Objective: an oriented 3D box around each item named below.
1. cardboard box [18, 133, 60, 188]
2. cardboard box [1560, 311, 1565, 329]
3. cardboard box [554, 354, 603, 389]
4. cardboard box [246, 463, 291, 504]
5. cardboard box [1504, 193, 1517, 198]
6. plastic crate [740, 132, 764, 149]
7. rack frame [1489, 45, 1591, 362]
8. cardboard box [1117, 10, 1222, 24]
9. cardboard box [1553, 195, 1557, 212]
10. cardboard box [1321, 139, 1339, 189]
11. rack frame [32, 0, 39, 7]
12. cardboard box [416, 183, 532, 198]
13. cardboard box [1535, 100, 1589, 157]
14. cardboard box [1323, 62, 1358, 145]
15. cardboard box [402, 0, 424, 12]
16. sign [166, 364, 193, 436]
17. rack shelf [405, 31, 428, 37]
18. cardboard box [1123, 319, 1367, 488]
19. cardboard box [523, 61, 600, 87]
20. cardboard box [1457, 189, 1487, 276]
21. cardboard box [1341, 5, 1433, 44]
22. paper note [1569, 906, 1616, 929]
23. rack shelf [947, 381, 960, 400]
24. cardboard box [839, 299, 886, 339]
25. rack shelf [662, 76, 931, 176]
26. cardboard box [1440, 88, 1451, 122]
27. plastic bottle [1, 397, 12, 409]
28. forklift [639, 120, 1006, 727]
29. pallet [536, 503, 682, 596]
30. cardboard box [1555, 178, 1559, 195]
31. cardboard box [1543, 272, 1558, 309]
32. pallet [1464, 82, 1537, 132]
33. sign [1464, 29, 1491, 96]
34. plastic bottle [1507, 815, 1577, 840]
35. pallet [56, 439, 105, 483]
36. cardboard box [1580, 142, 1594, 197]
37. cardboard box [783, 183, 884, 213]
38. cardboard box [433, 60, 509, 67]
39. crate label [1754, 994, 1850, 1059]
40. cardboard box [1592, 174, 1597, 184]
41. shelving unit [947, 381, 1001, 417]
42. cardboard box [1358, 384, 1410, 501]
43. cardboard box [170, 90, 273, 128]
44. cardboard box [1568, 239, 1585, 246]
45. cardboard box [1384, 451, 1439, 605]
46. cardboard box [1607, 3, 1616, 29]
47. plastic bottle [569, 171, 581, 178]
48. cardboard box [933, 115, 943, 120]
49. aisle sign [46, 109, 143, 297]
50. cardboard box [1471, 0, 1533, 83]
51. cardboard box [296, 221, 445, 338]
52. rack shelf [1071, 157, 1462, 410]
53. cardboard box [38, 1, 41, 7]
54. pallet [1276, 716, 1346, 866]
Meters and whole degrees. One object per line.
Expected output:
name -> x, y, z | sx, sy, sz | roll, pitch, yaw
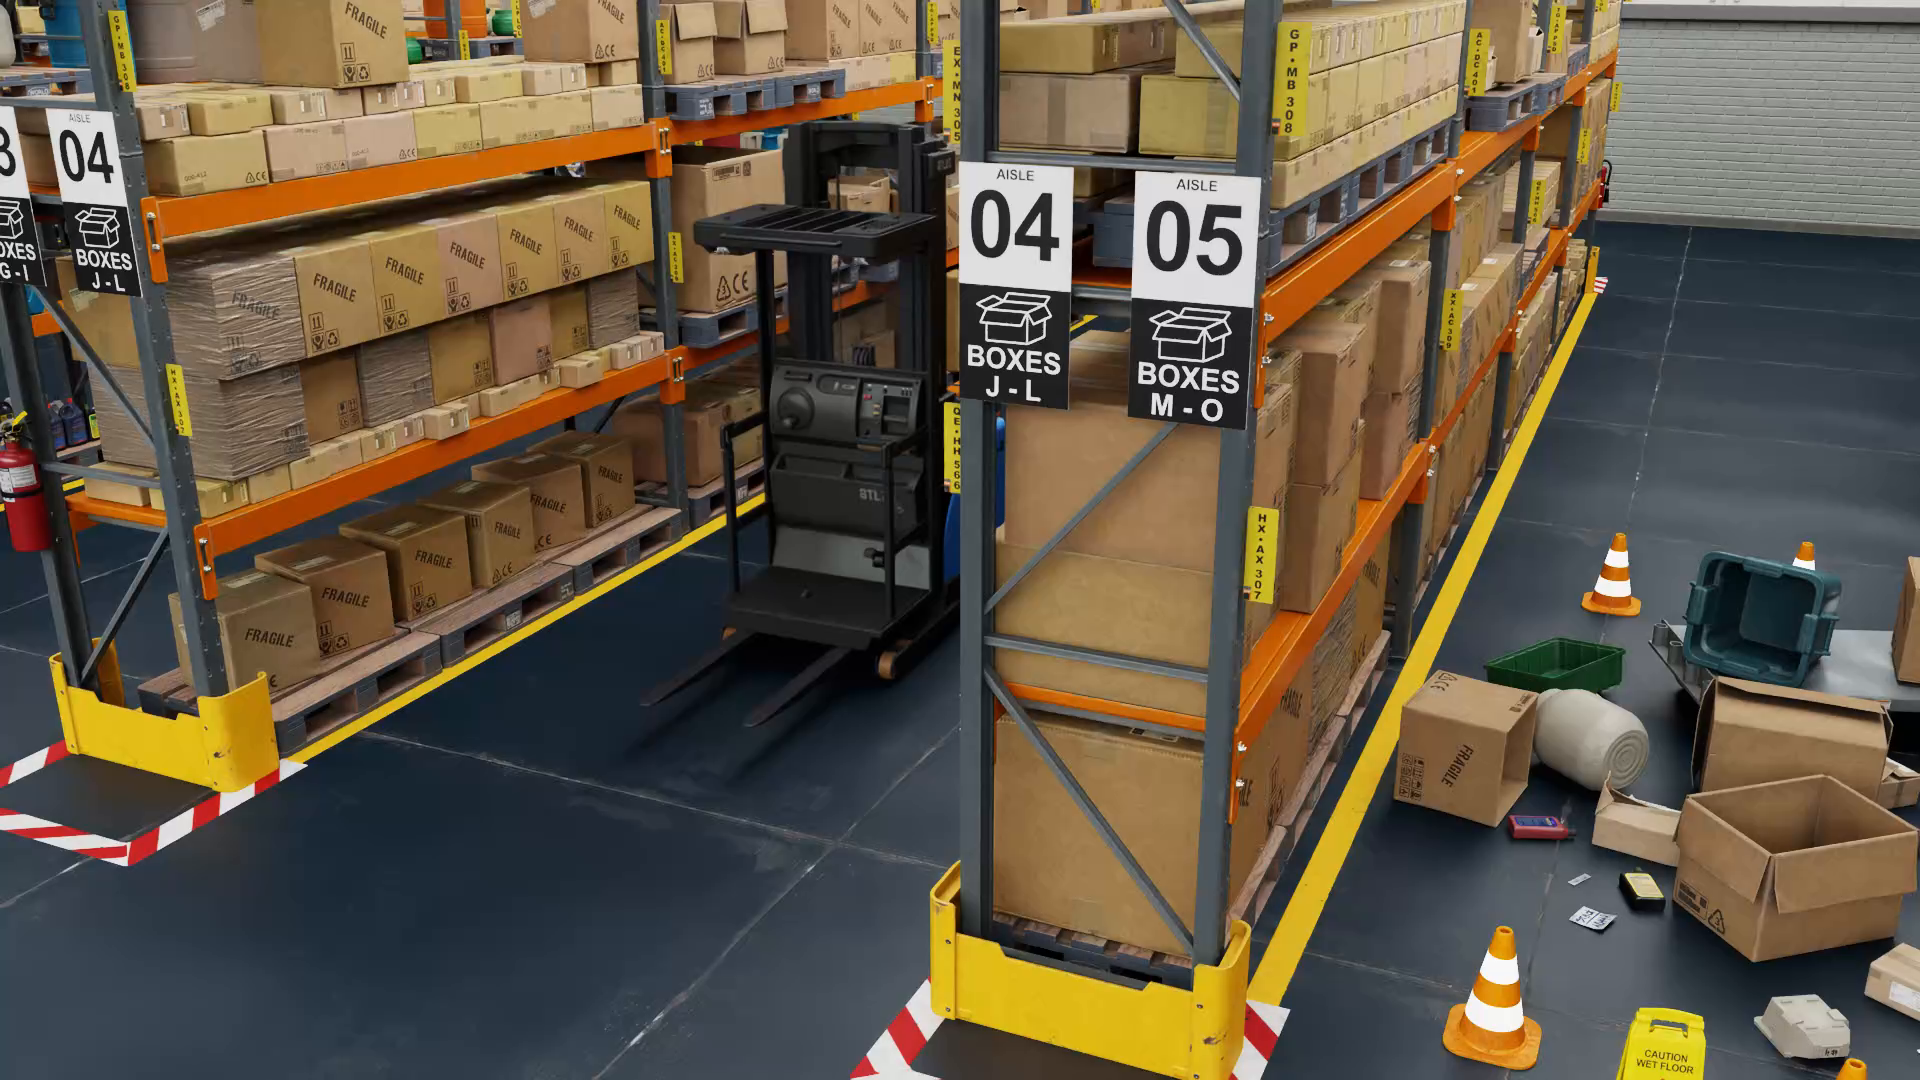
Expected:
cardboard box -> -4.038, -1.819, 7.854 | 0.500, 0.250, 0.500 | 9, 22, 24
cardboard box -> 5.946, -2.254, 16.959 | 0.380, 0.149, 0.250 | 9, 22, 24
cardboard box -> -2.454, -1.057, 10.341 | 0.380, 0.149, 0.250 | 9, 21, 23
cardboard box -> -3.549, -0.304, 8.222 | 0.380, 0.149, 0.250 | 9, 21, 23
cardboard box -> 4.443, -2.741, 13.559 | 0.380, 0.149, 0.250 | 8, 21, 20
plastic crate -> -2.815, -5.056, 21.296 | 0.437, 0.282, 0.530 | 9, 21, 23
rack frame -> 5.394, -3.251, 16.134 | 1.000, 3.000, 0.127 | 9, 21, 23
cardboard box -> 0.830, -2.036, 6.651 | 0.380, 0.149, 0.250 | 8, 21, 22
cardboard box -> 5.412, -3.182, 15.688 | 0.380, 0.149, 0.250 | 8, 21, 21
cardboard box -> 1.120, -1.338, 5.877 | 0.380, 0.149, 0.250 | 9, 21, 23
rack frame -> -12.646, -8.828, 22.862 | 1.000, 3.000, 0.127 | 9, 21, 23
cardboard box -> -2.985, -1.920, 10.304 | 0.500, 0.500, 0.500 | 9, 21, 23
cardboard box -> 5.801, -4.014, 16.193 | 0.500, 0.500, 0.500 | 9, 22, 24
cardboard box -> 1.119, -1.578, 5.957 | 0.500, 0.250, 0.500 | 8, 21, 22
cardboard box -> -7.497, -7.169, 22.151 | 0.500, 0.250, 0.500 | 9, 21, 23
sign -> -3.508, -0.628, 7.465 | 0.100, 0.325, 0.005 | 9, 21, 23
rack shelf -> -7.307, -7.009, 23.297 | 1.077, 0.370, 4.000 | 9, 21, 23
cardboard box -> 1.162, -0.604, 6.854 | 0.875, 0.550, 0.550 | 9, 21, 23
cardboard box -> -2.428, -2.839, 10.128 | 0.380, 0.149, 0.250 | 9, 21, 23
cardboard box -> 3.149, -2.099, 11.252 | 0.700, 0.500, 0.500 | 8, 21, 22
cardboard box -> 1.845, -2.256, 7.267 | 0.380, 0.149, 0.250 | 9, 21, 23
paper note -> 2.654, 1.583, 6.974 | 0.144, 0.017, 0.142 | 18, 26, 41
rack shelf -> 0.068, -0.986, 11.278 | 0.258, 0.148, 0.480 | 9, 21, 23
cardboard box -> -0.974, -1.914, 14.328 | 0.500, 0.250, 0.500 | 10, 22, 25
rack shelf -> -1.546, -3.203, 12.595 | 1.077, 0.370, 4.000 | 9, 21, 23
cardboard box -> 2.158, -2.113, 8.056 | 0.380, 0.149, 0.250 | 9, 21, 24
plastic bottle -> -7.522, -0.981, 13.158 | 0.152, 0.276, 0.135 | 9, 22, 25
forklift -> -0.735, -0.760, 9.230 | 1.130, 2.935, 3.031 | 8, 21, 22
pallet -> -2.608, 0.007, 11.134 | 1.003, 0.211, 1.213 | 9, 21, 23
cardboard box -> 5.411, -3.322, 15.637 | 0.380, 0.149, 0.250 | 9, 22, 24
cardboard box -> 5.320, -2.362, 15.619 | 0.500, 0.250, 0.500 | 8, 21, 21
pallet -> 3.086, -2.806, 10.688 | 1.003, 0.211, 1.213 | 10, 22, 25
sign -> 2.625, -2.424, 8.442 | 0.100, 0.325, 0.005 | 9, 21, 23
plastic bottle -> 2.679, 1.325, 7.653 | 0.283, 0.061, 0.133 | 1, 20, 4
pallet -> -7.197, -0.683, 13.075 | 1.003, 0.211, 1.213 | 9, 21, 23
cardboard box -> 6.262, -3.856, 17.243 | 0.500, 0.500, 0.500 | 8, 21, 22
cardboard box -> -1.049, -2.630, 13.611 | 0.700, 0.500, 0.500 | 12, 23, 31
cardboard box -> -2.957, -2.819, 10.072 | 0.380, 0.149, 0.250 | 9, 21, 23
crate label -> 3.150, 1.809, 6.179 | 0.250, 0.136, 0.298 | -2, 20, -5
cardboard box -> 7.157, -4.217, 19.225 | 0.380, 0.149, 0.250 | 9, 21, 23
shelving unit -> 0.068, -0.616, 11.410 | 0.258, 1.200, 0.503 | 9, 21, 23
cardboard box -> 1.774, -0.590, 8.429 | 0.875, 0.550, 0.550 | 9, 21, 23
cardboard box -> -3.494, -2.037, 7.873 | 0.380, 0.149, 0.250 | 8, 21, 22
cardboard box -> 7.047, -3.412, 19.327 | 0.380, 0.149, 0.250 | 9, 21, 23
cardboard box -> 2.290, -0.145, 10.132 | 1.050, 0.750, 0.750 | 8, 21, 22
cardboard box -> 6.655, -5.564, 17.637 | 0.500, 0.250, 0.500 | 9, 21, 23
plastic bottle -> -4.206, -3.873, 18.067 | 0.152, 0.276, 0.135 | 9, 21, 23
cardboard box -> 0.125, -3.885, 16.271 | 0.797, 0.503, 0.637 | 9, 22, 24
aisle sign -> -3.755, -1.459, 7.215 | 0.394, 0.787, 0.004 | 9, 21, 23
cardboard box -> 3.300, -3.164, 10.487 | 0.500, 0.500, 0.500 | 9, 21, 23
cardboard box -> -3.115, -1.388, 8.810 | 0.500, 0.500, 0.500 | 9, 21, 23
rack shelf -> 1.299, -1.268, 7.156 | 1.077, 0.370, 4.000 | 9, 21, 23
cardboard box -> -9.616, -5.698, 18.390 | 0.910, 0.500, 0.500 | 9, 21, 23
pallet -> 1.237, 1.104, 8.048 | 1.003, 0.211, 1.213 | 9, 21, 23
